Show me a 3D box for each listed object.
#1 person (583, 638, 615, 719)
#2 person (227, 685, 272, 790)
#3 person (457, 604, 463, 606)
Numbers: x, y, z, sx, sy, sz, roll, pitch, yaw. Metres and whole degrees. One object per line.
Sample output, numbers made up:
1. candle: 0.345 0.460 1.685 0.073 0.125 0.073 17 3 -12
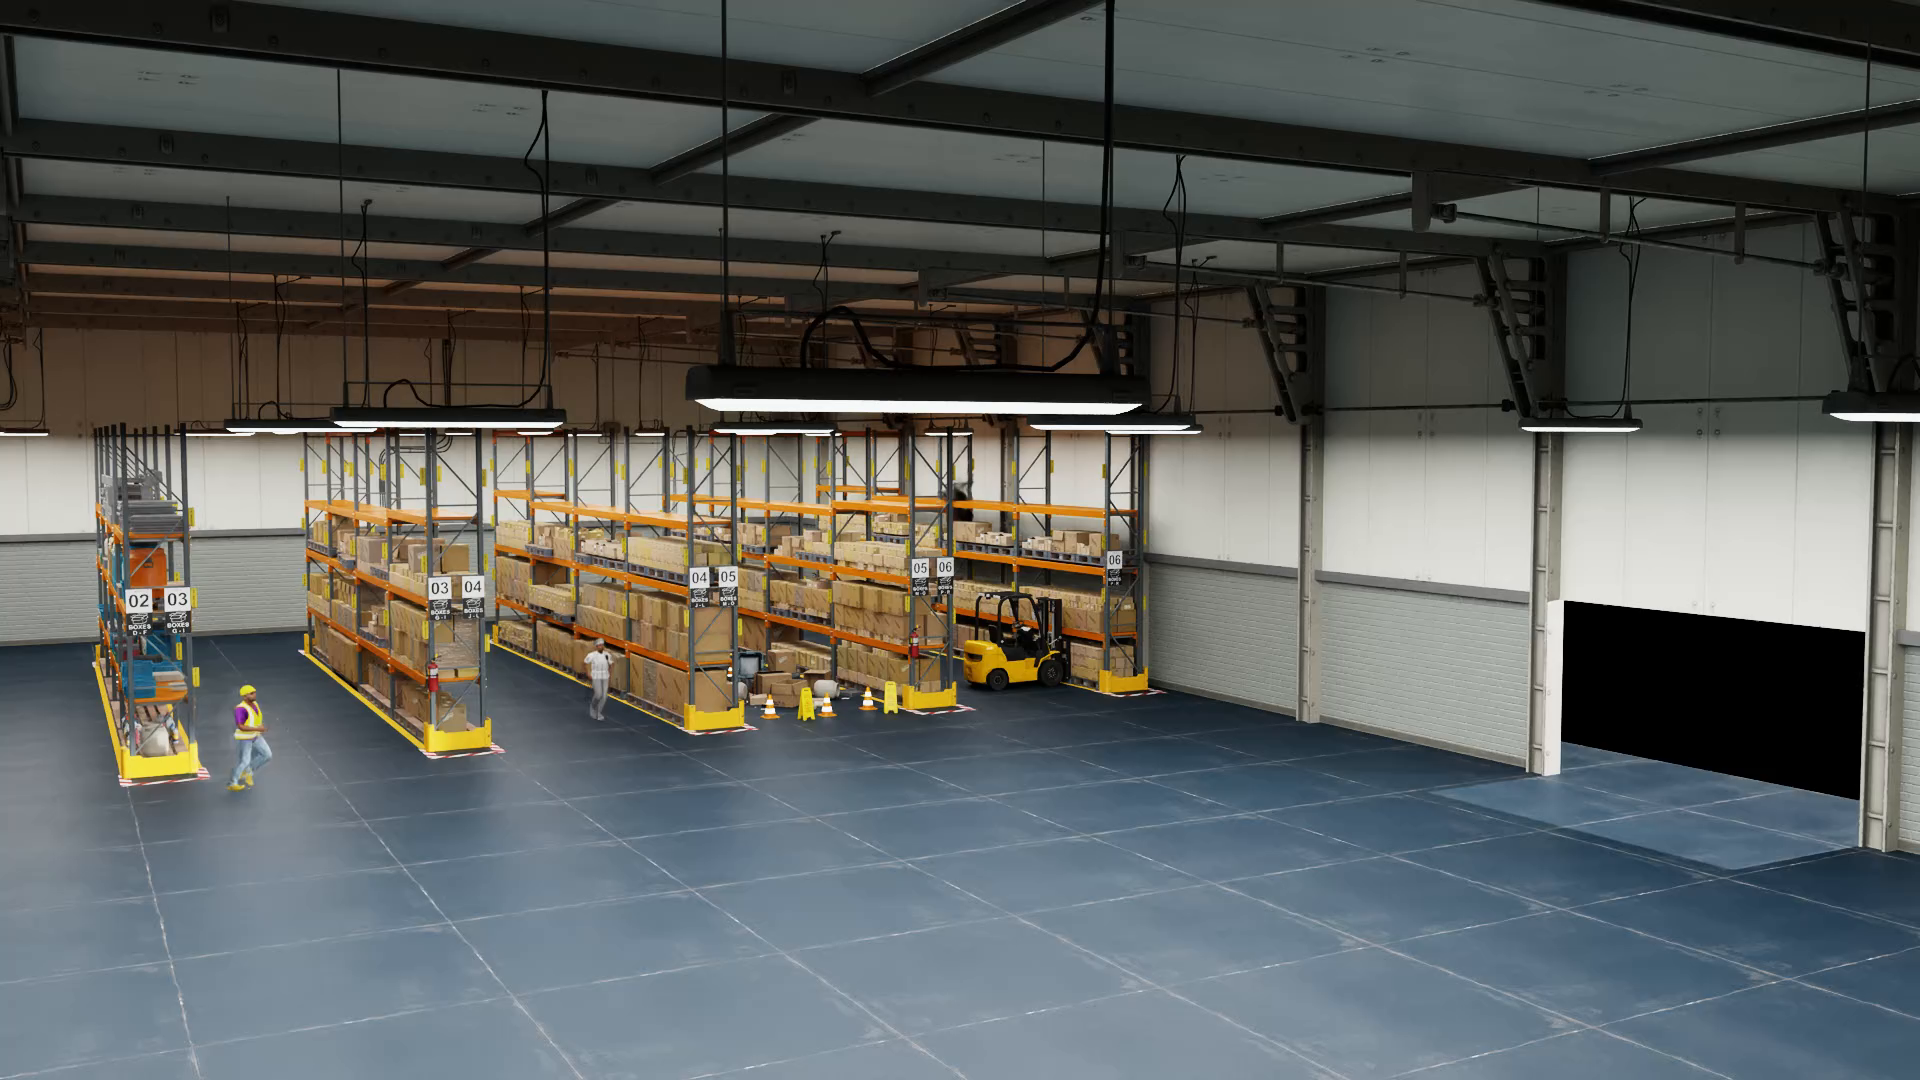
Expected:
1. person: -7.323 2.826 33.843 0.604 1.670 0.546 -2 4 -33
2. person: -11.534 3.202 27.045 0.781 1.710 0.720 1 3 9
3. person: -14.225 2.120 46.588 0.627 1.586 0.498 1 4 15
